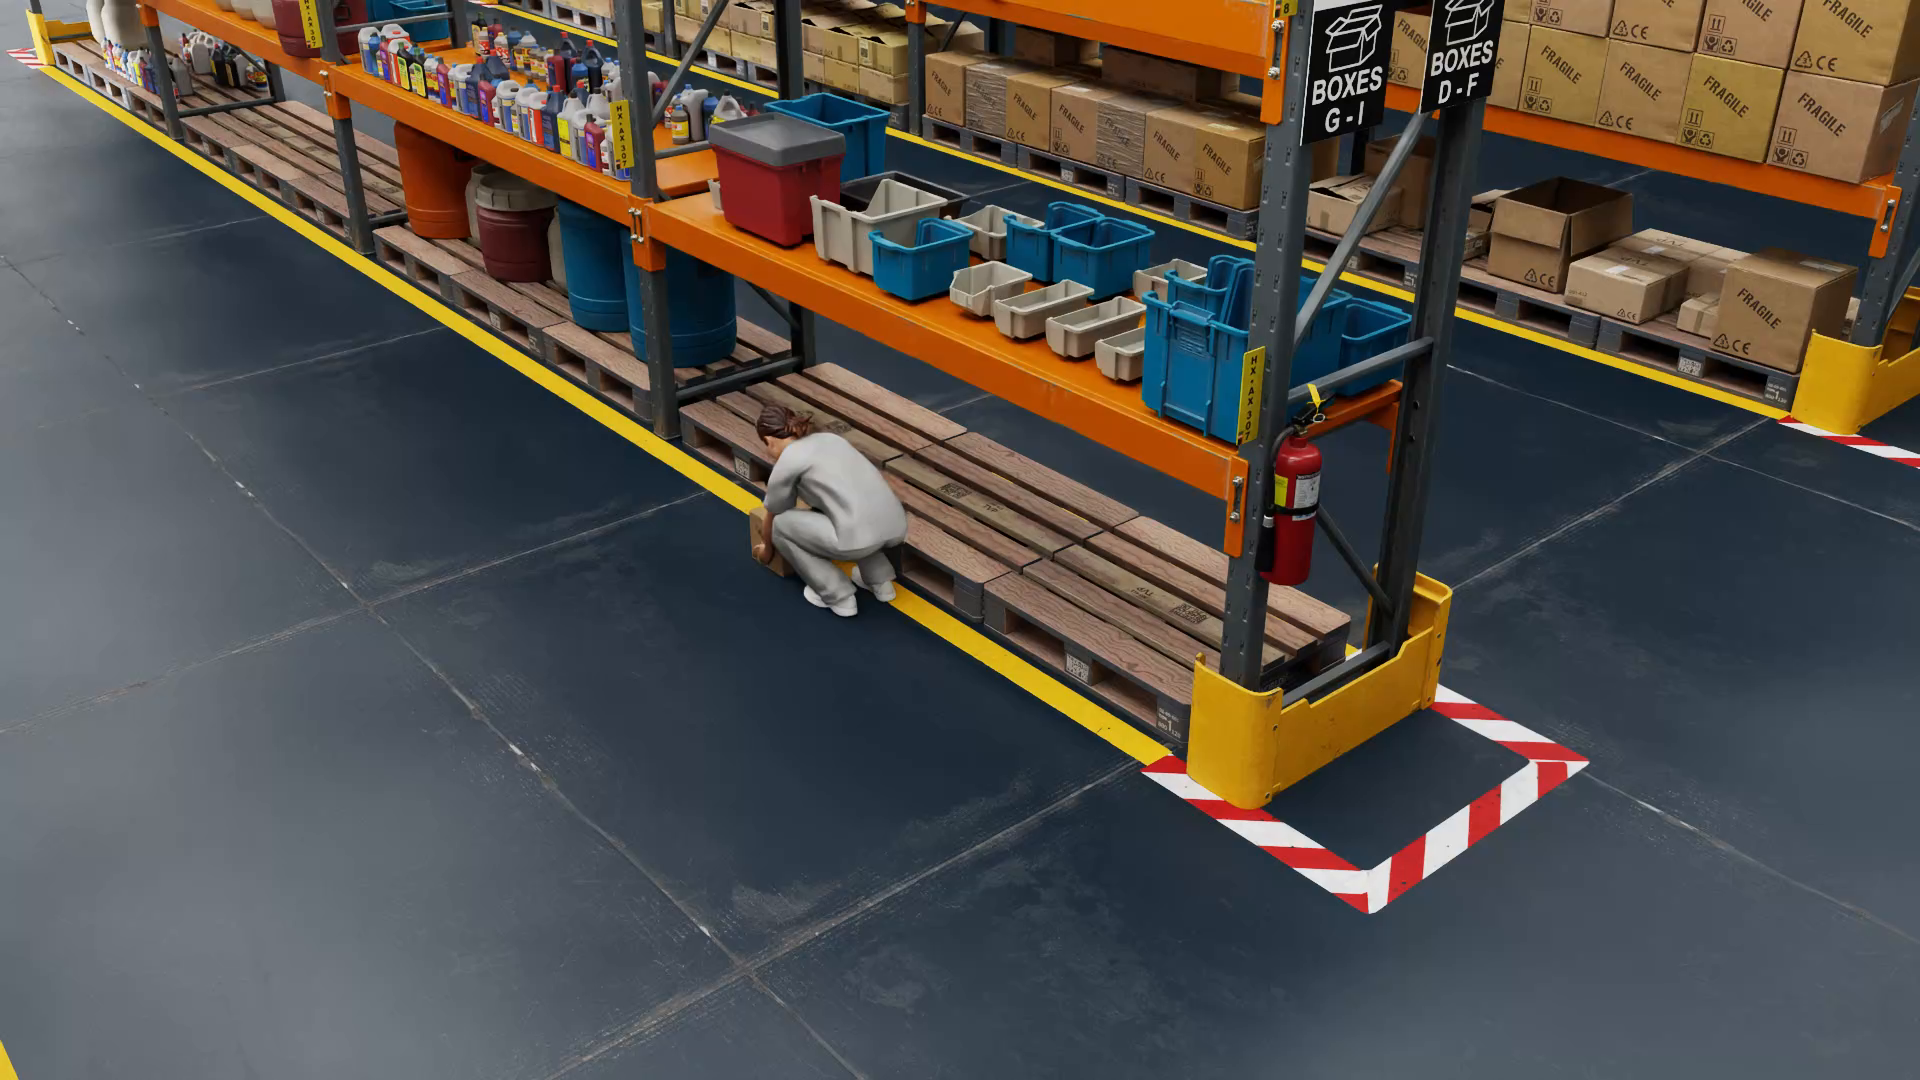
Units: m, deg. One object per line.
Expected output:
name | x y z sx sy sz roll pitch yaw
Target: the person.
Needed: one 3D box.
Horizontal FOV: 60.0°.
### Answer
person | -0.577 -0.141 7.319 0.478 0.804 0.803 -22 35 -35
